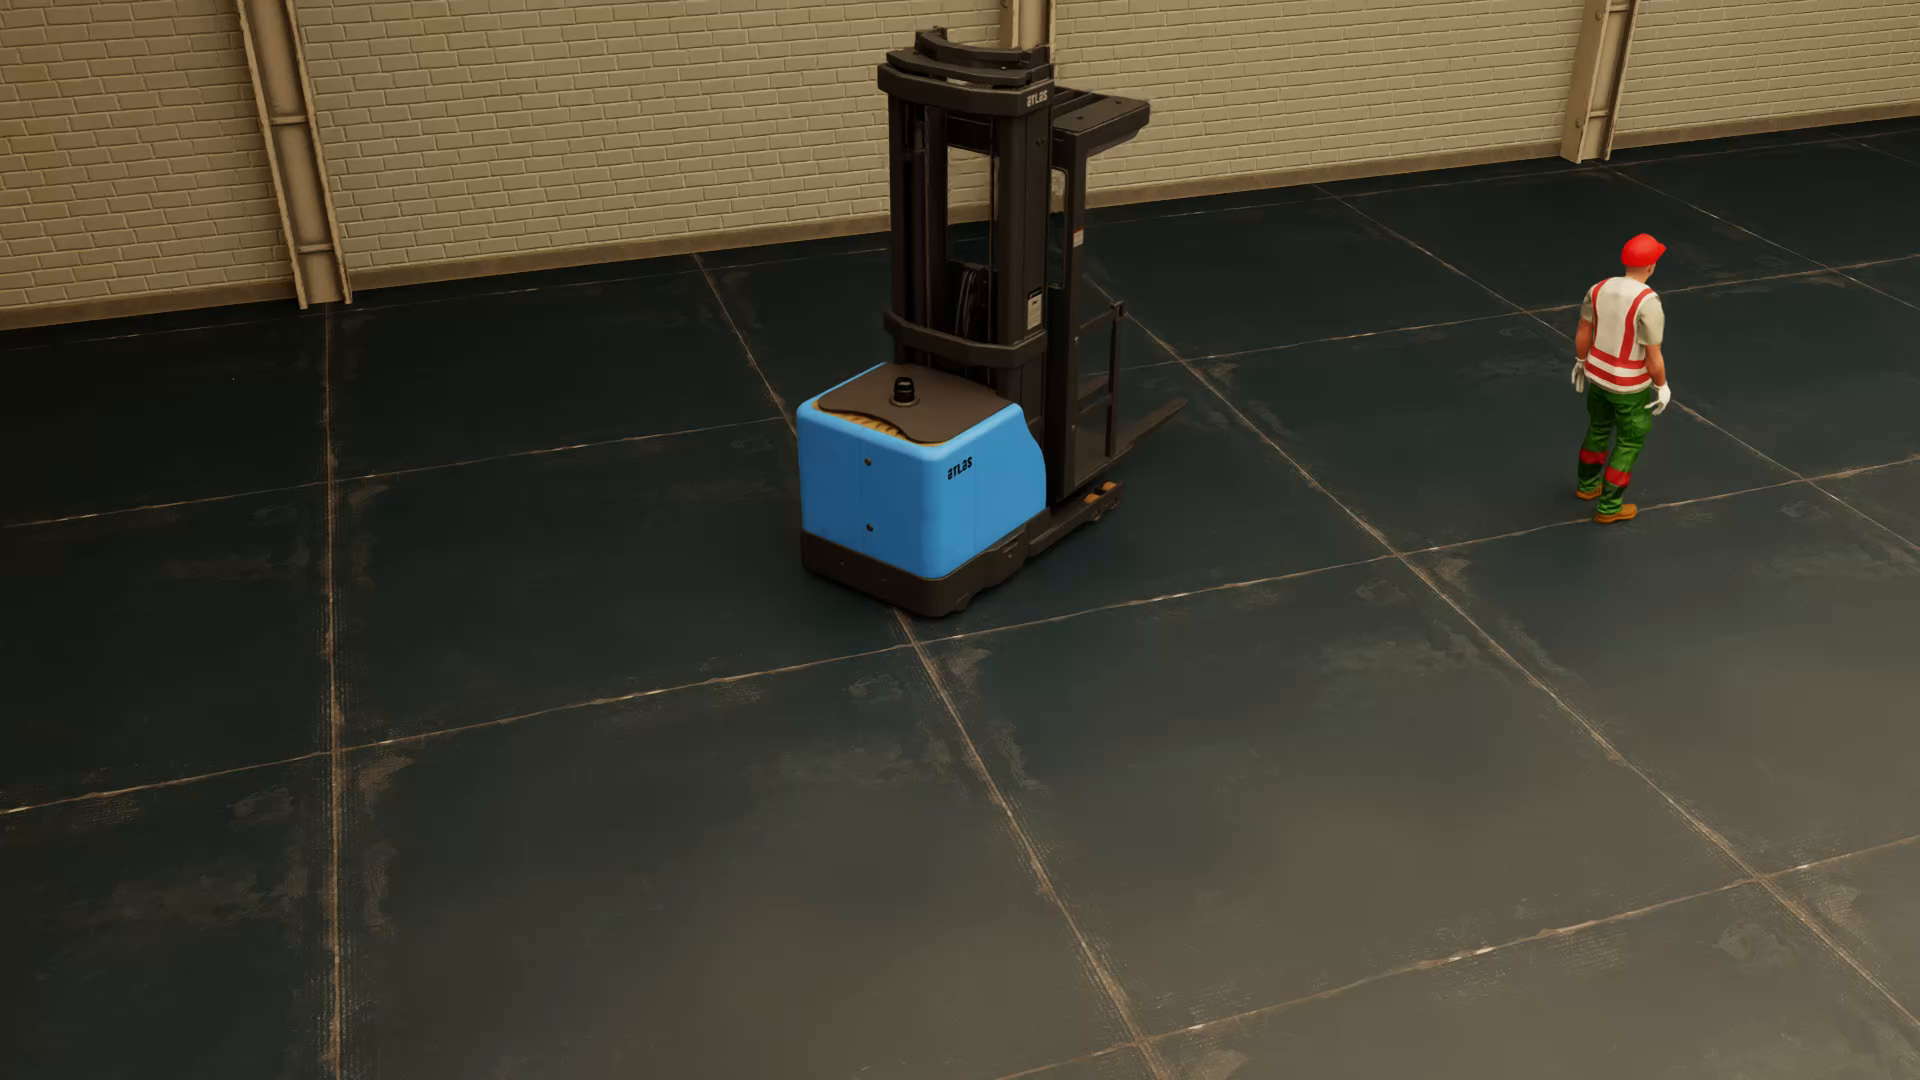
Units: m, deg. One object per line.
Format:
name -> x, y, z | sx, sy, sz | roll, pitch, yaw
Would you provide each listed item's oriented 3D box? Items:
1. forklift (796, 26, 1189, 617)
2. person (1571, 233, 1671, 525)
forklift -> 0.367, -1.521, 9.731 | 1.130, 2.935, 3.031 | 21, 36, 32
person -> 3.994, -0.964, 9.942 | 0.501, 1.811, 0.631 | -14, 33, -23
